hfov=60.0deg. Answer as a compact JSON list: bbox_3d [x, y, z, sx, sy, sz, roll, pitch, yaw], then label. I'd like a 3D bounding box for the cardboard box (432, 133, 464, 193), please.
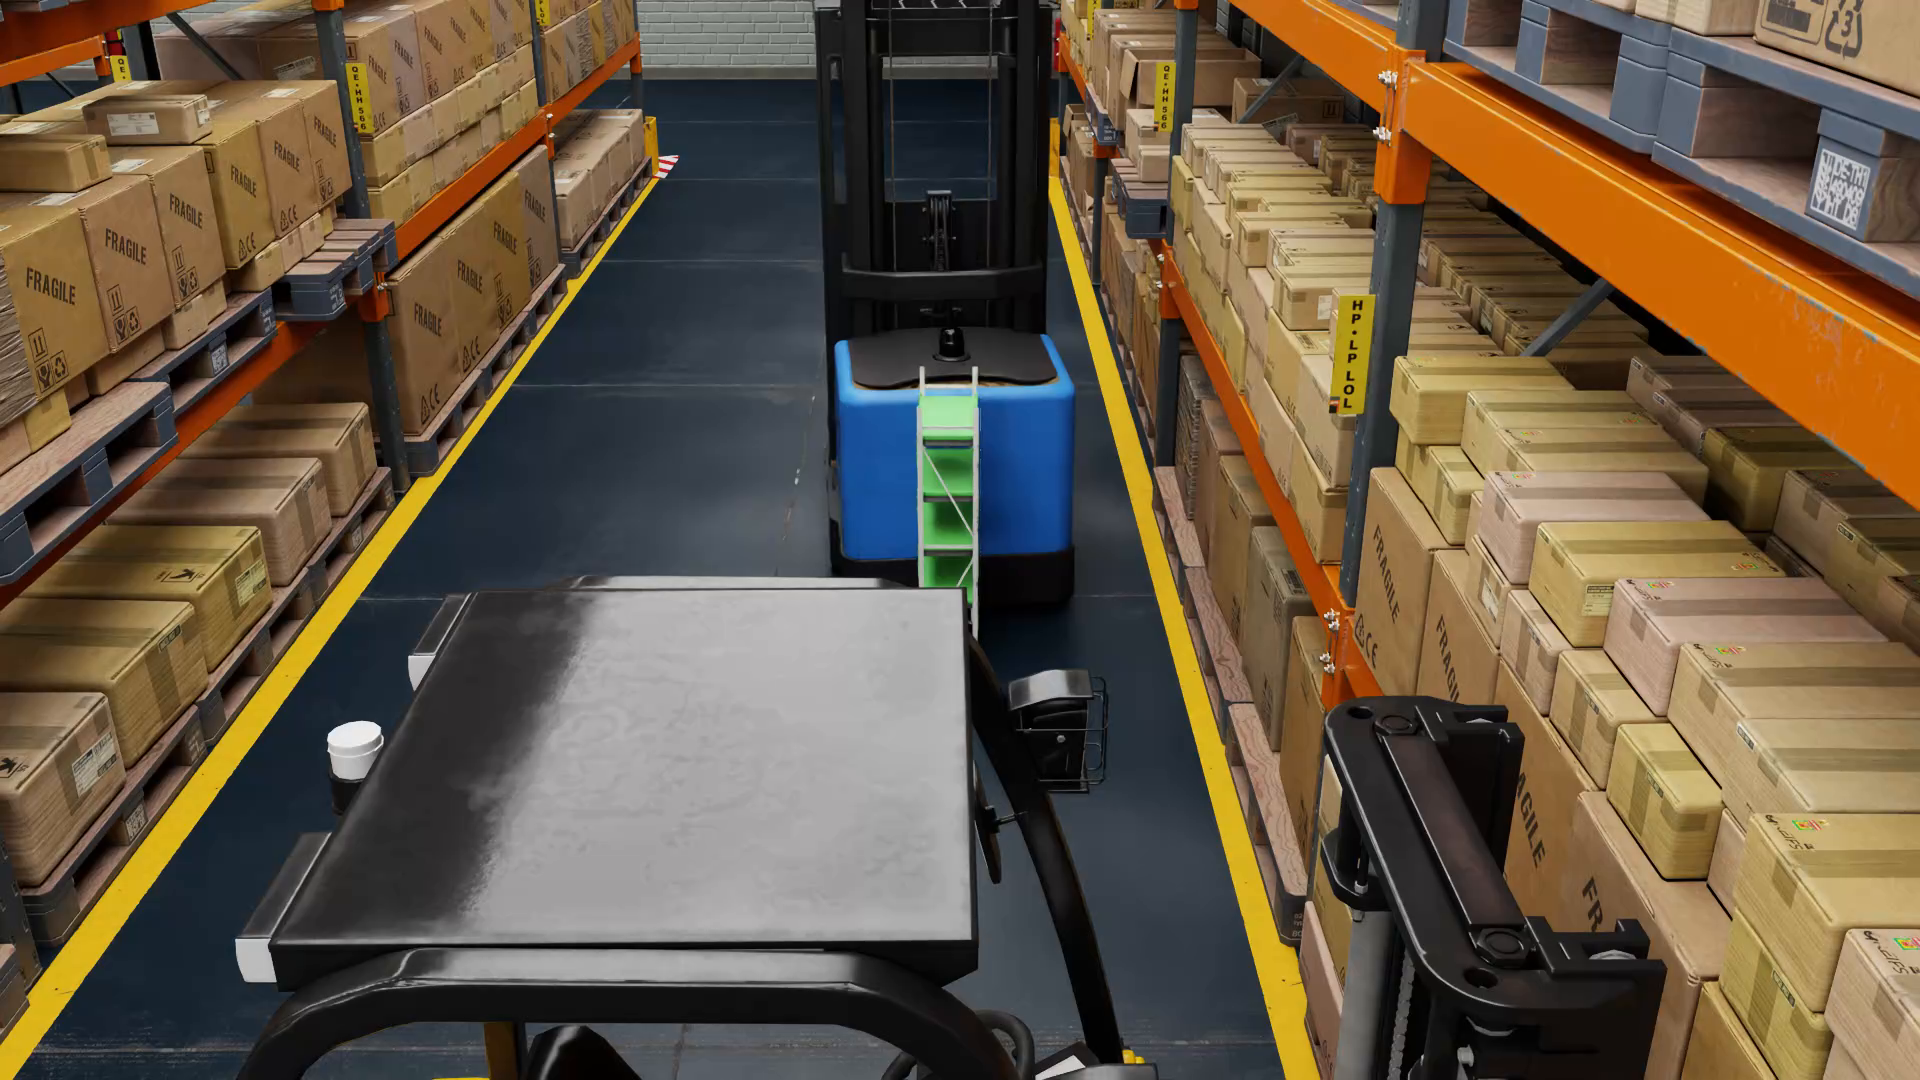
[{"bbox_3d":[-3.207,-2.188,9.630,0.500,0.250,0.500,1,24,1],"label":"cardboard box"}]

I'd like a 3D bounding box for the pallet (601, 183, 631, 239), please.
[{"bbox_3d":[-3.420,-2.821,14.232,1.003,0.211,1.213,0,24,-1],"label":"pallet"}]

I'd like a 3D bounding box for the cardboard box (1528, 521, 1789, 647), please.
[{"bbox_3d":[1.318,0.080,3.163,0.380,0.149,0.250,-1,24,-1],"label":"cardboard box"}]

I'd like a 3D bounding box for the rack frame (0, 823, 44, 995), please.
[{"bbox_3d":[-3.387,0.022,4.560,1.000,3.000,0.127,0,24,-1],"label":"rack frame"}]

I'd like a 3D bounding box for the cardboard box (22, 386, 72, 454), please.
[{"bbox_3d":[-3.071,-0.387,5.260,0.380,0.149,0.250,0,24,1],"label":"cardboard box"}]

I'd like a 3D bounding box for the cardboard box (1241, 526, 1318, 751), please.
[{"bbox_3d":[1.559,0.354,6.198,0.875,0.625,0.625,0,24,-1],"label":"cardboard box"}]

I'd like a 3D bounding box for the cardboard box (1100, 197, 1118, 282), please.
[{"bbox_3d":[1.270,-2.150,11.887,0.500,0.500,0.500,1,24,2],"label":"cardboard box"}]

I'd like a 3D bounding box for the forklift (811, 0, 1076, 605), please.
[{"bbox_3d":[-0.146,-1.597,8.225,1.130,2.935,3.031,-2,24,-5],"label":"forklift"}]

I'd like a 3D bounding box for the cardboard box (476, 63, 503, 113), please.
[{"bbox_3d":[-3.201,-2.834,10.451,0.500,0.250,0.500,0,24,1],"label":"cardboard box"}]

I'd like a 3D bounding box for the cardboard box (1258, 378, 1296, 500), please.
[{"bbox_3d":[1.299,-0.347,5.559,0.500,0.250,0.500,0,24,-1],"label":"cardboard box"}]

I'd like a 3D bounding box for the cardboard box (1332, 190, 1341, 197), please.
[{"bbox_3d":[1.823,-1.415,7.313,0.500,0.250,0.500,0,24,0],"label":"cardboard box"}]

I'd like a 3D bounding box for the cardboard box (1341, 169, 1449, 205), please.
[{"bbox_3d":[1.793,-1.435,6.873,0.380,0.149,0.250,0,24,-1],"label":"cardboard box"}]

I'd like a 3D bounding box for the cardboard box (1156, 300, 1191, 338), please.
[{"bbox_3d":[1.274,-1.200,9.000,0.380,0.149,0.250,-1,24,-3],"label":"cardboard box"}]

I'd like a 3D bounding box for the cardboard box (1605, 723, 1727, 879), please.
[{"bbox_3d":[1.314,0.427,2.757,0.380,0.149,0.250,-1,24,-2],"label":"cardboard box"}]

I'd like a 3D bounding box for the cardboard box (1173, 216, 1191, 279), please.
[{"bbox_3d":[1.294,-1.397,7.882,0.500,0.250,0.500,0,24,0],"label":"cardboard box"}]

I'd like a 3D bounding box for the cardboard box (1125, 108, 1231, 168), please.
[{"bbox_3d":[1.198,-2.206,9.160,0.500,0.250,0.500,-1,24,-3],"label":"cardboard box"}]

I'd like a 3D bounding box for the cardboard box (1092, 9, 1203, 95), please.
[{"bbox_3d":[1.271,-3.334,11.352,0.700,0.500,0.500,0,24,1],"label":"cardboard box"}]

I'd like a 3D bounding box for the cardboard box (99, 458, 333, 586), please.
[{"bbox_3d":[-3.418,-0.083,7.473,0.950,0.372,0.625,-1,24,-2],"label":"cardboard box"}]

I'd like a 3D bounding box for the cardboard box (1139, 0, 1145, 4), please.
[{"bbox_3d":[1.721,-4.613,14.630,0.500,0.250,0.500,0,24,0],"label":"cardboard box"}]

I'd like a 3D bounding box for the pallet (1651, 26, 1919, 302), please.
[{"bbox_3d":[1.622,-0.475,2.128,1.003,0.211,1.213,0,24,-1],"label":"pallet"}]

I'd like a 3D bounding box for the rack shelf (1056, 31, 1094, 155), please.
[{"bbox_3d":[1.468,-3.794,13.872,1.077,0.370,4.000,0,24,-1],"label":"rack shelf"}]

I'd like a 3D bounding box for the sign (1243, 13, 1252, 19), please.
[{"bbox_3d":[2.044,-3.829,11.672,0.100,0.325,0.005,0,24,-1],"label":"sign"}]

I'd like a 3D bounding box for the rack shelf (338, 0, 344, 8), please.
[{"bbox_3d":[-3.452,-3.489,9.557,1.077,0.370,4.000,0,24,-1],"label":"rack shelf"}]

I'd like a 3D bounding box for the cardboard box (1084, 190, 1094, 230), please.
[{"bbox_3d":[1.186,-2.619,13.209,0.396,0.266,0.258,1,24,1],"label":"cardboard box"}]

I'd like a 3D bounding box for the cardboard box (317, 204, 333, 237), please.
[{"bbox_3d":[-3.116,-1.459,7.630,0.380,0.149,0.250,0,24,0],"label":"cardboard box"}]

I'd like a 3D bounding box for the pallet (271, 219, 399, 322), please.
[{"bbox_3d":[-3.316,-1.245,7.596,1.213,0.211,1.003,0,24,-1],"label":"pallet"}]

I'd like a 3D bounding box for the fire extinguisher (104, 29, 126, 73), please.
[{"bbox_3d":[-8.007,-4.759,15.679,0.296,0.674,0.183,0,24,-1],"label":"fire extinguisher"}]

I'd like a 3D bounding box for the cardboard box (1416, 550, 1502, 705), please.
[{"bbox_3d":[1.343,0.352,3.711,0.500,0.500,0.500,0,24,0],"label":"cardboard box"}]

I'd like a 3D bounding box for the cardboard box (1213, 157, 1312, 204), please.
[{"bbox_3d":[1.290,-1.535,7.095,0.380,0.149,0.250,0,24,0],"label":"cardboard box"}]

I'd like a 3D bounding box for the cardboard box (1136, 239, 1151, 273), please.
[{"bbox_3d":[1.288,-1.747,10.208,0.380,0.149,0.250,-1,24,-3],"label":"cardboard box"}]

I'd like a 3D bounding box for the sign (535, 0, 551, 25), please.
[{"bbox_3d":[-2.931,-3.772,11.641,0.100,0.325,0.005,0,24,-1],"label":"sign"}]

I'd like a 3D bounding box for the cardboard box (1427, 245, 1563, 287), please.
[{"bbox_3d":[1.834,-0.910,5.713,0.380,0.149,0.250,0,24,-1],"label":"cardboard box"}]

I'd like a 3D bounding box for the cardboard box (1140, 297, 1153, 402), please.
[{"bbox_3d":[1.318,-1.082,9.525,0.500,0.500,0.500,-1,24,-1],"label":"cardboard box"}]

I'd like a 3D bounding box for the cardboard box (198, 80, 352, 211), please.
[{"bbox_3d":[-3.147,-1.812,7.625,0.500,0.500,0.500,-1,24,-2],"label":"cardboard box"}]

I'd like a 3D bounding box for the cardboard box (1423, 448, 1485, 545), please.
[{"bbox_3d":[1.321,-0.103,3.930,0.380,0.149,0.250,0,24,1],"label":"cardboard box"}]

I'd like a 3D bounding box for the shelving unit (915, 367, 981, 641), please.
[{"bbox_3d":[-0.048,-0.071,6.947,0.258,1.200,0.503,0,25,0],"label":"shelving unit"}]

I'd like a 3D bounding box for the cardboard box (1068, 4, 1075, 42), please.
[{"bbox_3d":[1.196,-4.409,14.179,0.500,0.250,0.500,-1,24,-2],"label":"cardboard box"}]

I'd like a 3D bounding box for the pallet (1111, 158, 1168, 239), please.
[{"bbox_3d":[1.455,-1.841,8.914,1.213,0.211,1.003,0,24,-1],"label":"pallet"}]

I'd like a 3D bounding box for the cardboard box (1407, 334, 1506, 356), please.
[{"bbox_3d":[1.351,-0.482,4.768,0.380,0.149,0.250,1,24,1],"label":"cardboard box"}]

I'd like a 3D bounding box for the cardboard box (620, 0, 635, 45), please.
[{"bbox_3d":[-3.248,-4.770,15.036,0.500,0.500,0.500,0,24,0],"label":"cardboard box"}]

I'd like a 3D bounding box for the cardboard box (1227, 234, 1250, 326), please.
[{"bbox_3d":[1.316,-0.993,6.380,0.500,0.250,0.500,0,24,0],"label":"cardboard box"}]

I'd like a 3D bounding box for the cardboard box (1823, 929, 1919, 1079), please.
[{"bbox_3d":[1.300,0.605,2.004,0.380,0.149,0.250,0,24,1],"label":"cardboard box"}]

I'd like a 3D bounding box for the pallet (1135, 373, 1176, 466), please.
[{"bbox_3d":[1.563,-0.687,9.513,1.003,0.211,1.213,0,24,-1],"label":"pallet"}]

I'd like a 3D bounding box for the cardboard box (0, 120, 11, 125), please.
[{"bbox_3d":[-8.677,-3.691,15.000,0.380,0.149,0.250,0,24,0],"label":"cardboard box"}]

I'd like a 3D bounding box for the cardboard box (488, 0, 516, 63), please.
[{"bbox_3d":[-3.205,-3.379,10.747,0.500,0.500,0.500,0,24,0],"label":"cardboard box"}]

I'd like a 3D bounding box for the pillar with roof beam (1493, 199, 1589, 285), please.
[{"bbox_3d":[-1.856,-3.831,5.800,9.100,9.000,0.400,0,24,-1],"label":"pillar with roof beam"}]

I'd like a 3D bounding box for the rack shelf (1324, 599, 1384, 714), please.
[{"bbox_3d":[1.599,1.150,2.939,1.077,0.370,4.000,0,24,-1],"label":"rack shelf"}]

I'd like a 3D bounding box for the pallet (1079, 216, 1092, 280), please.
[{"bbox_3d":[1.483,-2.310,13.102,1.003,0.211,1.213,0,24,-1],"label":"pallet"}]

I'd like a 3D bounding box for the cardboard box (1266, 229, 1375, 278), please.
[{"bbox_3d":[1.307,-1.009,5.932,0.380,0.149,0.250,0,24,0],"label":"cardboard box"}]

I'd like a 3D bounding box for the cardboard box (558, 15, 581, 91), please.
[{"bbox_3d":[-3.219,-3.722,12.717,0.500,0.500,0.500,0,24,0],"label":"cardboard box"}]

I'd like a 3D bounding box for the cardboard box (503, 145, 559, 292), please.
[{"bbox_3d":[-3.387,-2.242,11.636,0.875,0.875,0.875,0,24,1],"label":"cardboard box"}]

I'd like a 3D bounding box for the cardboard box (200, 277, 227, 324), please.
[{"bbox_3d":[-3.095,-0.931,6.463,0.380,0.149,0.250,-1,24,-2],"label":"cardboard box"}]

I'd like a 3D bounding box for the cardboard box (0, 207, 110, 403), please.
[{"bbox_3d":[-3.111,-0.751,5.278,0.500,0.500,0.500,0,24,0],"label":"cardboard box"}]

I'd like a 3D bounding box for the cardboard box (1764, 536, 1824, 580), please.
[{"bbox_3d":[1.910,0.107,3.464,0.380,0.149,0.250,0,24,0],"label":"cardboard box"}]

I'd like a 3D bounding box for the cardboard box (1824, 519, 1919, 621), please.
[{"bbox_3d":[1.908,0.075,3.176,0.380,0.149,0.250,-1,24,-1],"label":"cardboard box"}]

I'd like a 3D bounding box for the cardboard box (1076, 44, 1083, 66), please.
[{"bbox_3d":[1.163,-4.056,13.882,0.380,0.149,0.250,0,24,1],"label":"cardboard box"}]

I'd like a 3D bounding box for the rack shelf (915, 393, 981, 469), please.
[{"bbox_3d":[-0.048,-0.449,6.773,0.258,0.148,0.480,0,25,0],"label":"rack shelf"}]

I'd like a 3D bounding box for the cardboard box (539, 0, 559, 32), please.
[{"bbox_3d":[-3.237,-3.973,12.059,0.500,0.500,0.500,0,24,0],"label":"cardboard box"}]

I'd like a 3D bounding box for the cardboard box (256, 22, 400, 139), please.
[{"bbox_3d":[-3.191,-2.331,8.430,0.500,0.500,0.500,-1,24,-2],"label":"cardboard box"}]
